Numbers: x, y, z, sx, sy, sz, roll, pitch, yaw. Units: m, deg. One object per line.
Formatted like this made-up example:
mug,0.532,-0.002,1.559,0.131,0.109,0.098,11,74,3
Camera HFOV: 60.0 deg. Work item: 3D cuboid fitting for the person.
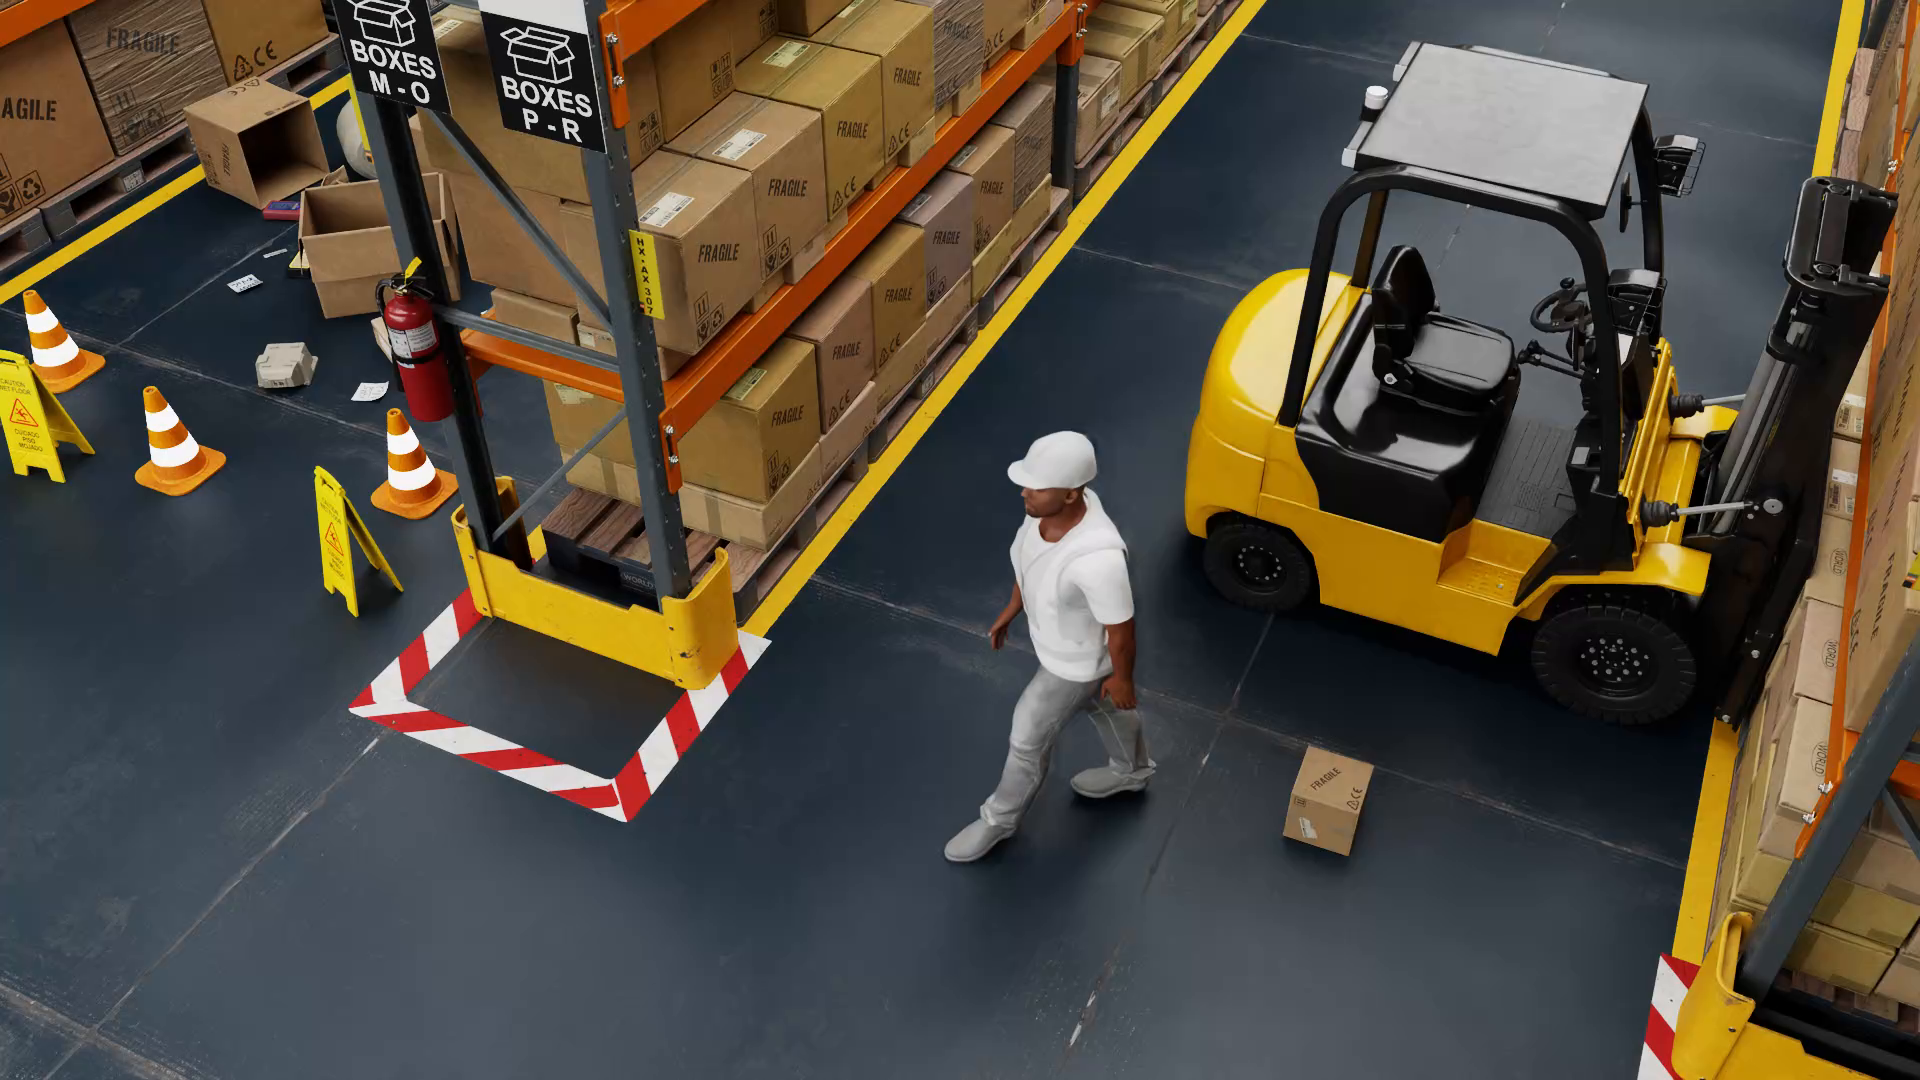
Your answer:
person,0.327,0.344,5.745,0.847,1.745,0.564,-7,42,-7
